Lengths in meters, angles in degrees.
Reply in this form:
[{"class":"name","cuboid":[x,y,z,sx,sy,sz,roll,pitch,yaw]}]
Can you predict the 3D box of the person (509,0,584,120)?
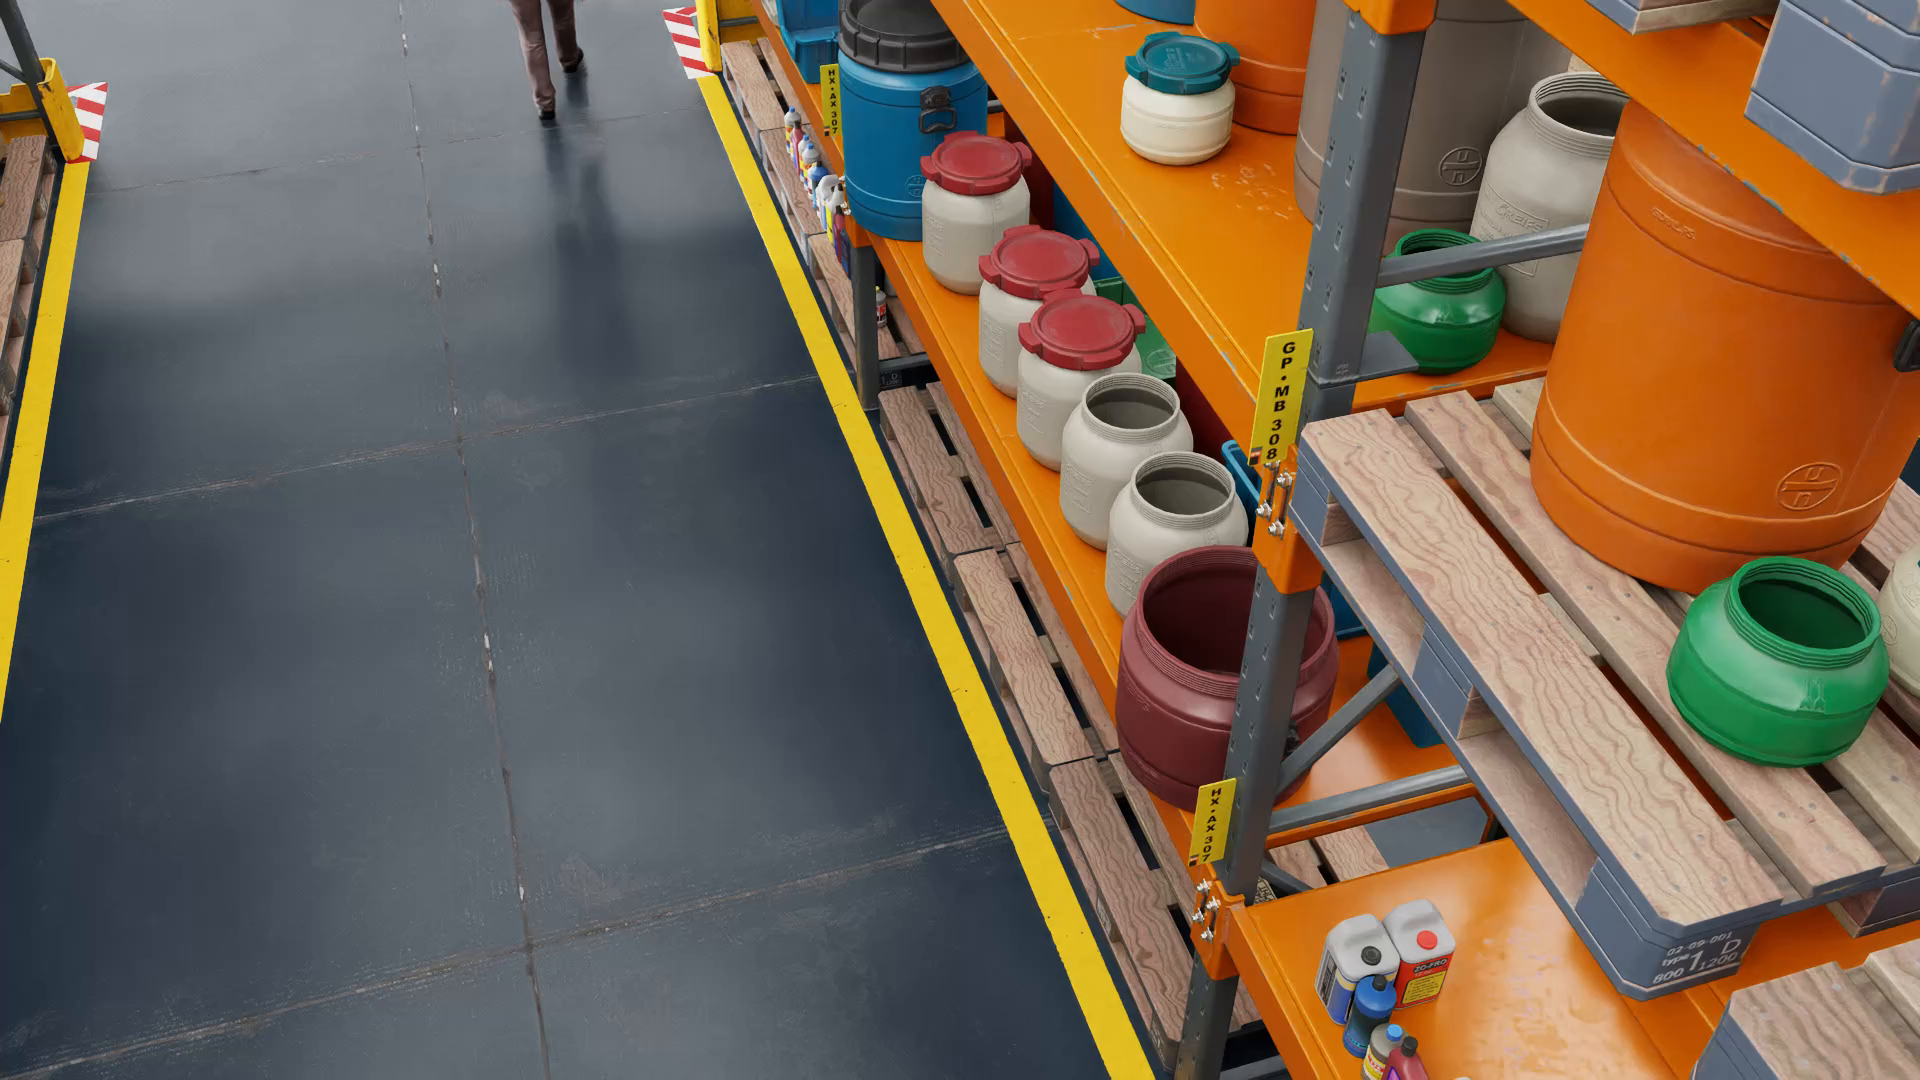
[{"class":"person","cuboid":[-2.580,-3.502,10.064,0.554,1.676,0.970,-11,43,-12]}]
